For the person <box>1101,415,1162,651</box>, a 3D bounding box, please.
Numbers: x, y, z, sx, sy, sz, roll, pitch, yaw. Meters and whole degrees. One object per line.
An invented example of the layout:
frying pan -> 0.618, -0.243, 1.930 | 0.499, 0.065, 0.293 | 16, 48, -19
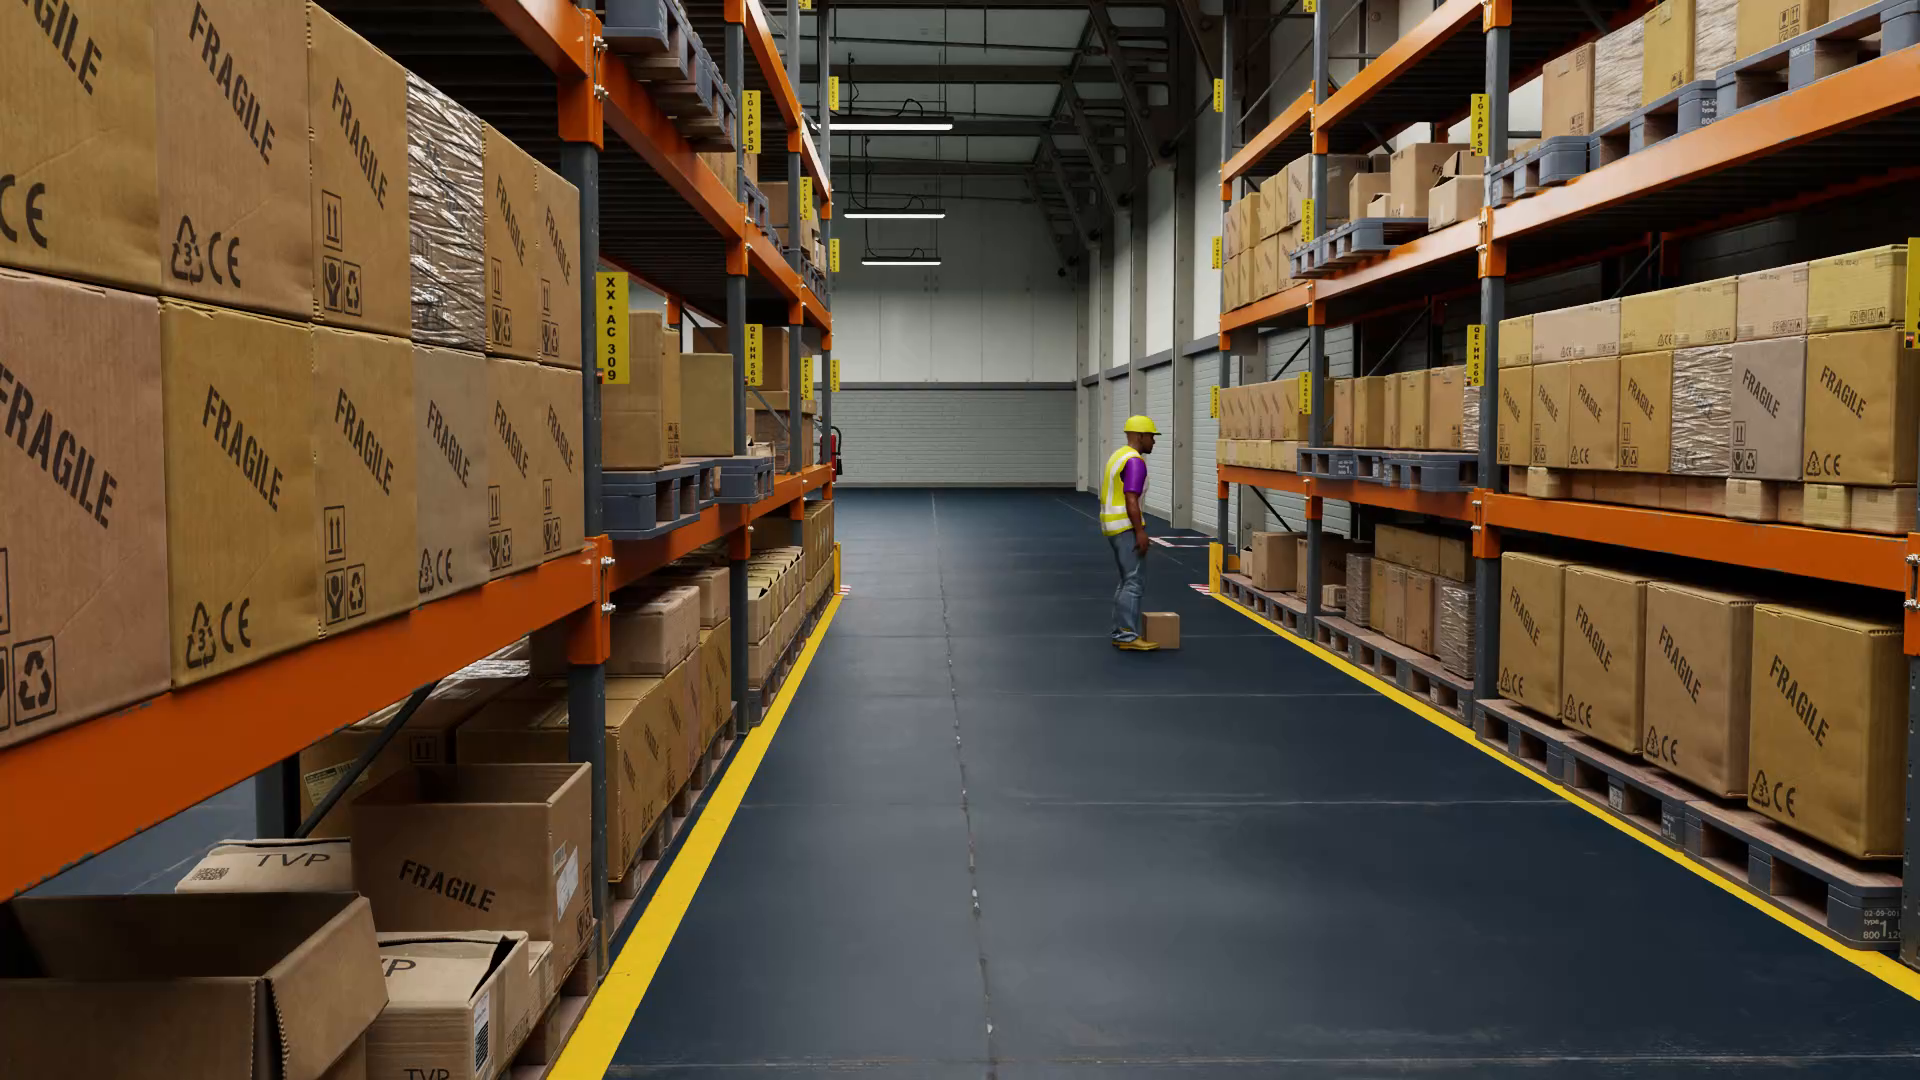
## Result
person -> 1.303, -0.064, 12.583 | 0.455, 1.761, 0.637 | 0, 4, -4
